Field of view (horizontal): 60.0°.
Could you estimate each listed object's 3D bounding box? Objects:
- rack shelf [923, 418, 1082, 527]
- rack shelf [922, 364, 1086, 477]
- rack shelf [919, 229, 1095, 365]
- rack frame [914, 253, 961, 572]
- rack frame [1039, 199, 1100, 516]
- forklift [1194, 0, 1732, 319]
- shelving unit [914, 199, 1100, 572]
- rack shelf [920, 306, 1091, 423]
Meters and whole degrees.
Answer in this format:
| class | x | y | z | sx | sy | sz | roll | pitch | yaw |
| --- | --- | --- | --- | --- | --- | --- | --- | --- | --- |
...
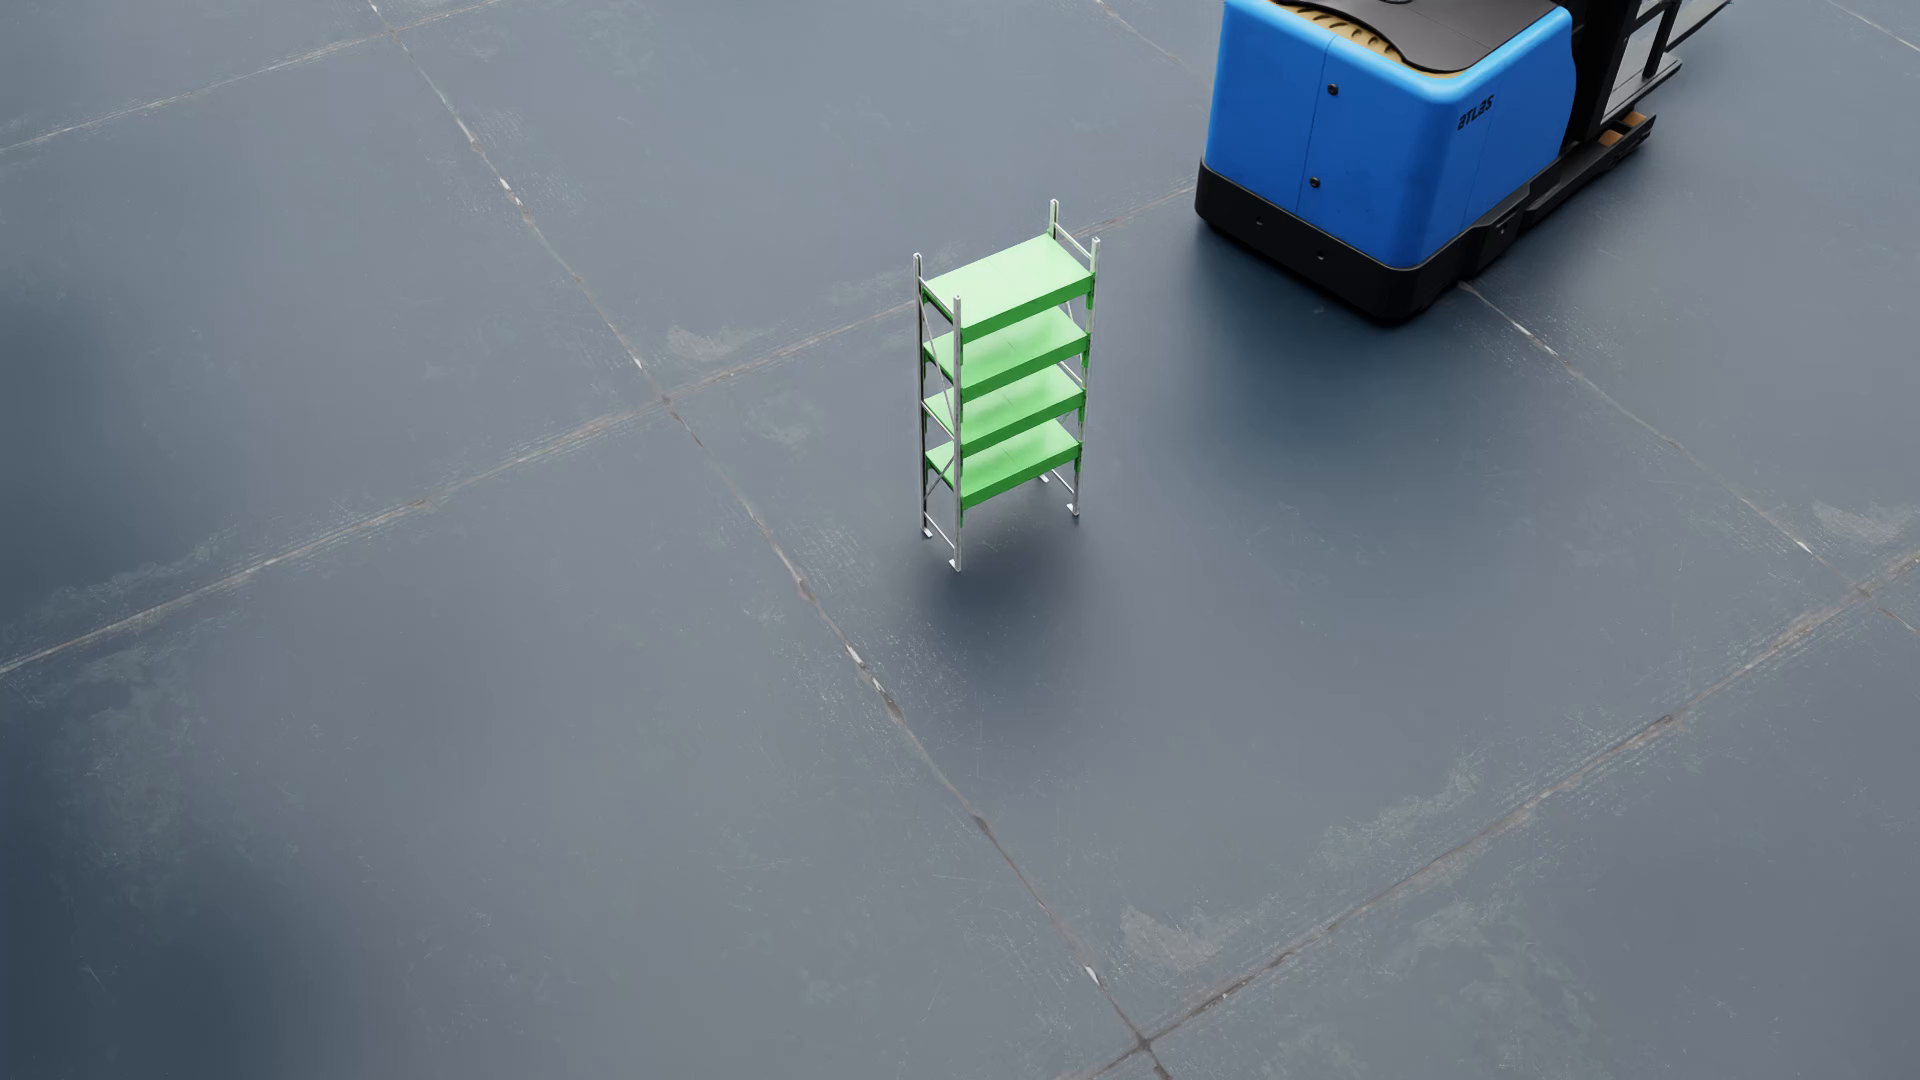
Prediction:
| class | x | y | z | sx | sy | sz | roll | pitch | yaw |
| --- | --- | --- | --- | --- | --- | --- | --- | --- | --- |
| rack shelf | 0.140 | -0.263 | 5.588 | 0.480 | 0.148 | 0.258 | -25 | 53 | -21 |
| rack shelf | 0.140 | -0.423 | 5.408 | 0.480 | 0.148 | 0.258 | -25 | 53 | -21 |
| rack shelf | 0.140 | -0.742 | 5.050 | 0.480 | 0.148 | 0.258 | -25 | 53 | -21 |
| rack frame | -0.066 | -0.368 | 5.274 | 0.015 | 1.200 | 0.240 | -25 | 53 | -21 |
| rack frame | 0.346 | -0.562 | 5.447 | 0.015 | 1.200 | 0.240 | -25 | 53 | -21 |
| forklift | 2.370 | -2.818 | 6.297 | 3.031 | 2.935 | 1.130 | -37 | 58 | -28 |
| shelving unit | 0.140 | -0.465 | 5.361 | 0.503 | 1.200 | 0.258 | -25 | 53 | -21 |
| rack shelf | 0.140 | -0.582 | 5.229 | 0.480 | 0.148 | 0.258 | -25 | 53 | -21 |
